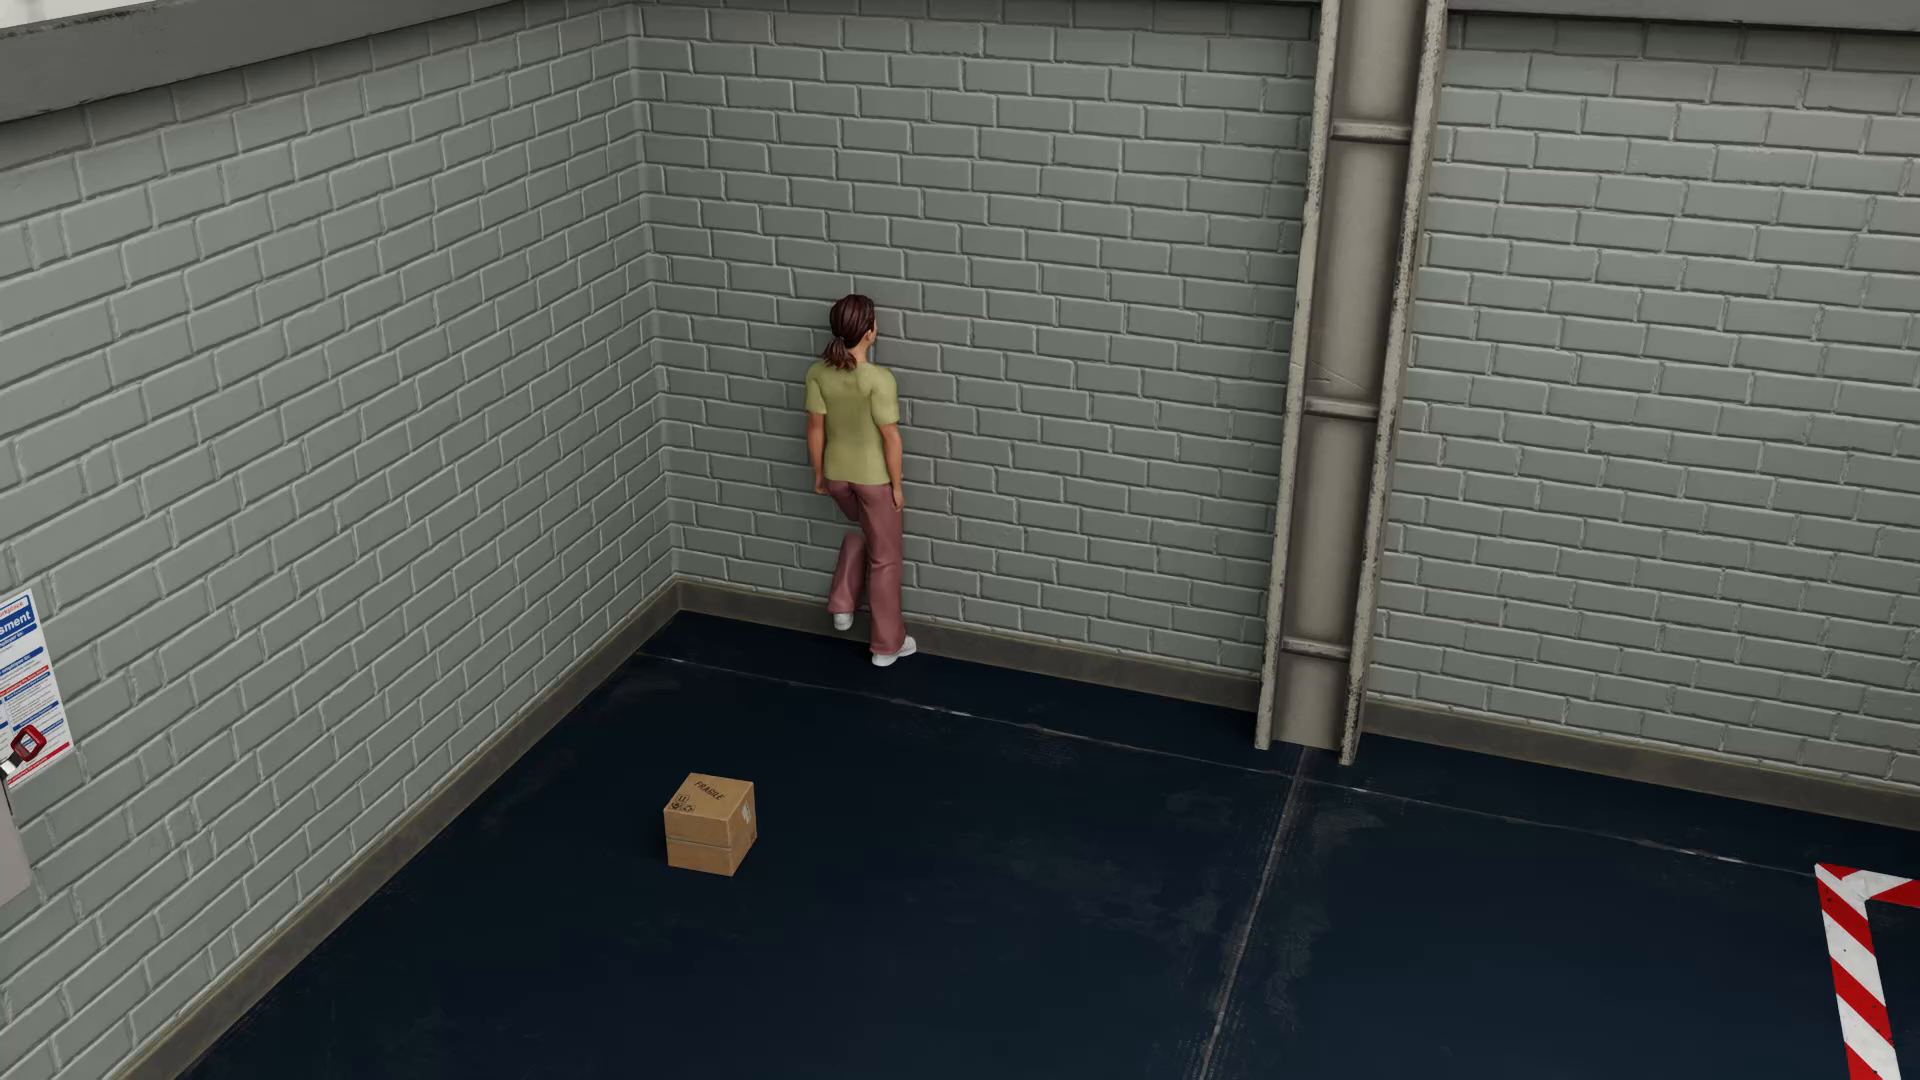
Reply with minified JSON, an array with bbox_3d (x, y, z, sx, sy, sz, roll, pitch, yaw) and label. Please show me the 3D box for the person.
[{"bbox_3d":[-0.400,-0.267,7.165,0.432,1.673,0.479,11,28,22],"label":"person"}]
